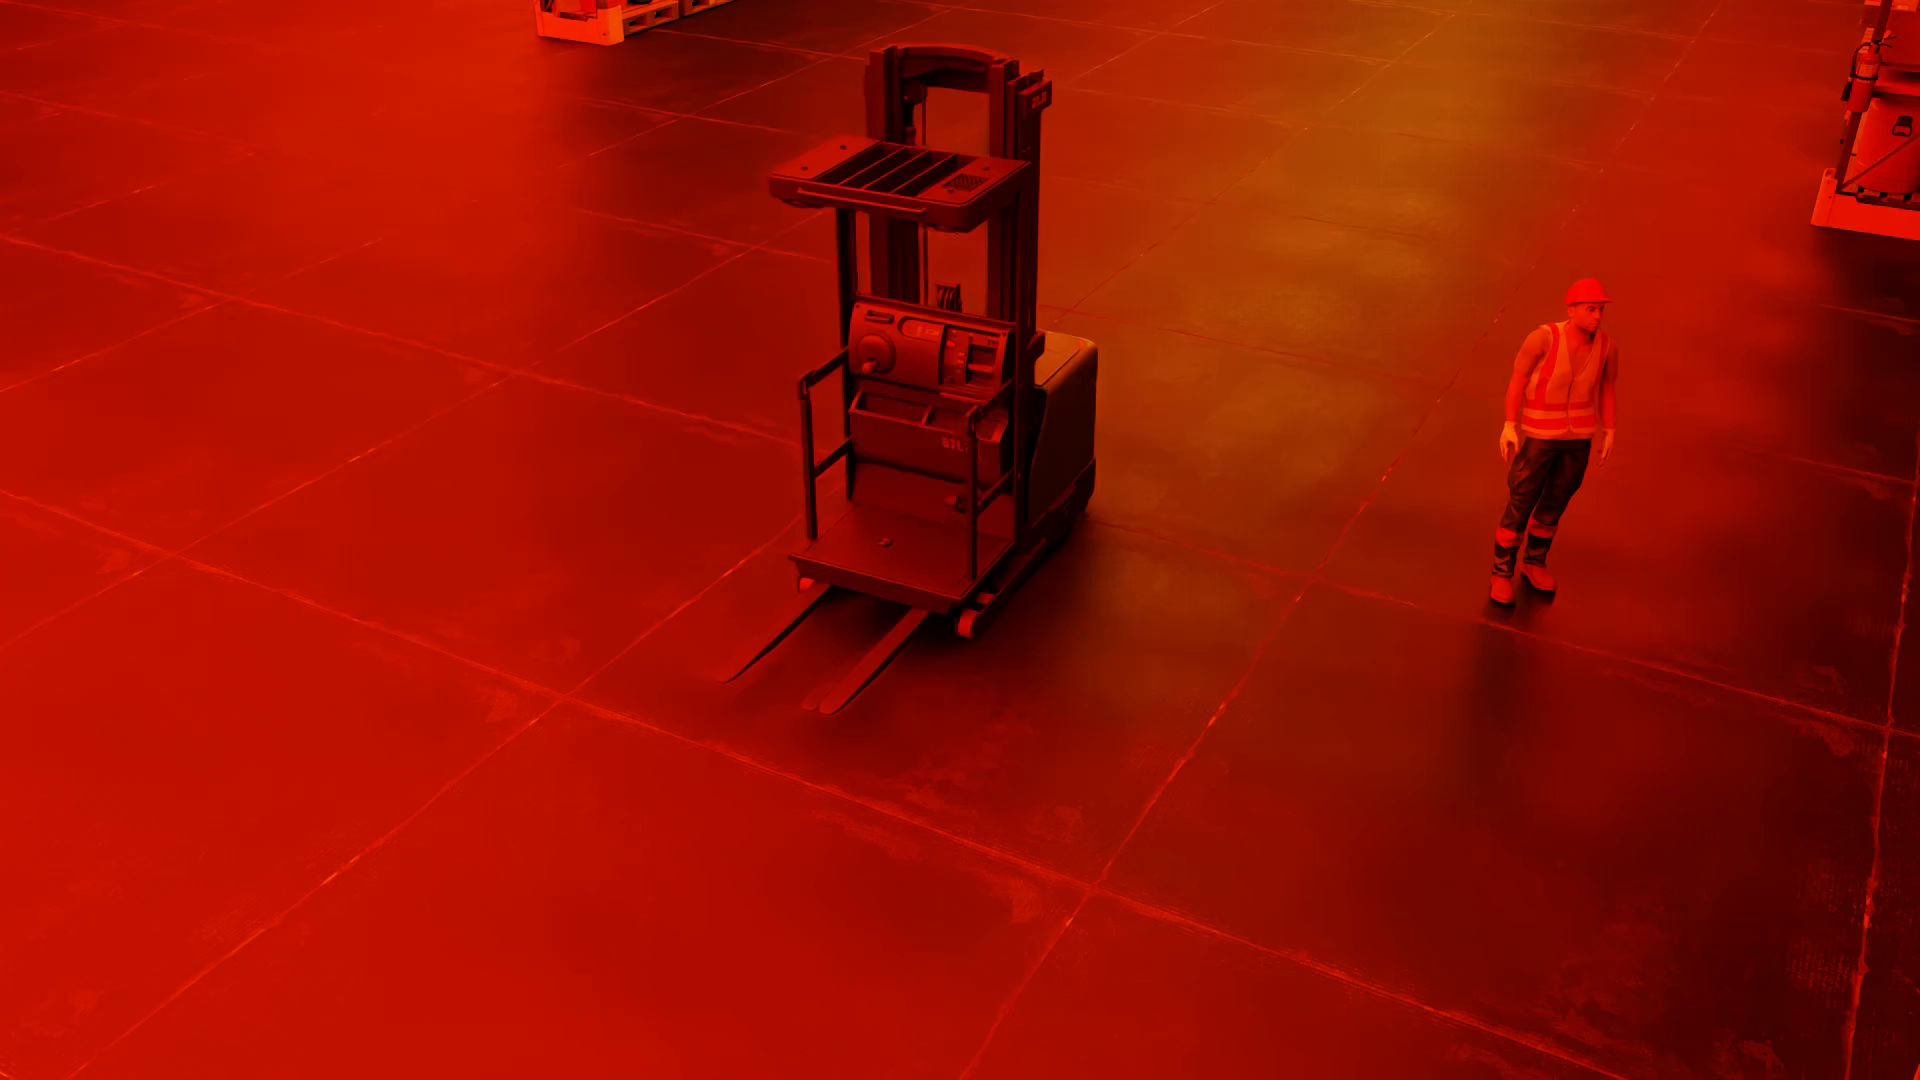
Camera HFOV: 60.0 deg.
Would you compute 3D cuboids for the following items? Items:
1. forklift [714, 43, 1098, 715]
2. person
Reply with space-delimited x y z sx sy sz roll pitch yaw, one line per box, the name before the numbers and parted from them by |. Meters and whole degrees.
forklift | -0.266 -0.979 8.766 1.130 2.935 3.031 14 33 22
person | 3.300 -0.538 9.132 0.639 1.787 0.565 -1 30 -2
